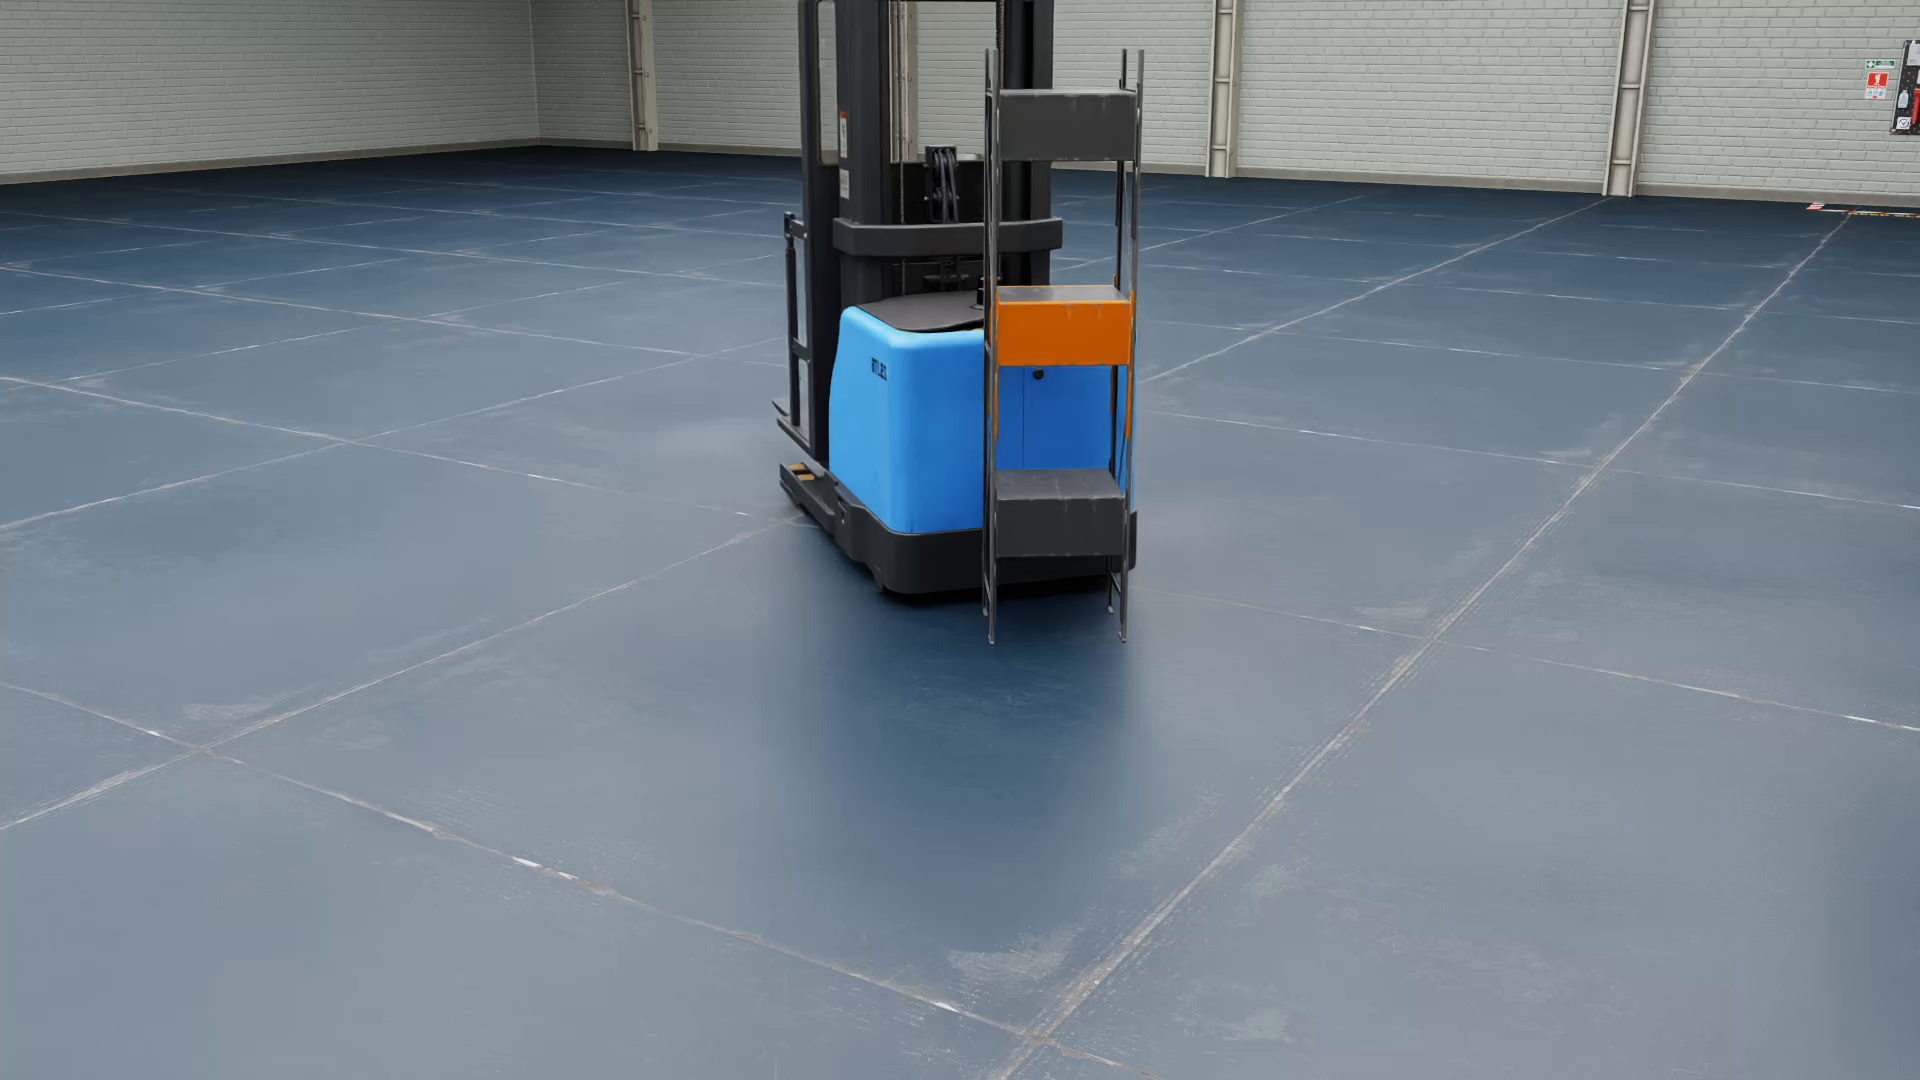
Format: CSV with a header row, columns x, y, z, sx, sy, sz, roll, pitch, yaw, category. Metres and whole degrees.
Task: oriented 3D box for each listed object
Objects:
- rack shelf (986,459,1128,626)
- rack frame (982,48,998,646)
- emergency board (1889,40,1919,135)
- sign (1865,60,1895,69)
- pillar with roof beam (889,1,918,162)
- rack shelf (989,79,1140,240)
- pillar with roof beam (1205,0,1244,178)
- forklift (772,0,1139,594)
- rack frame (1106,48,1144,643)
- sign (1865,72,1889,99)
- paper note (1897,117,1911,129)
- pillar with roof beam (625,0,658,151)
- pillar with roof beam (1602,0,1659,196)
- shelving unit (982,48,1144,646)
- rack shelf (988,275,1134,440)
x,y,z,sx,sy,sz,roll,pitch,yaw,category
0.350,0.003,6.213,0.480,0.518,0.431,-1,17,-3,rack shelf
0.106,-0.675,5.992,0.015,2.100,0.400,-1,17,-3,rack frame
12.264,-5.750,21.150,0.626,1.169,0.157,10,20,30,emergency board
11.844,-6.122,21.400,0.331,0.109,0.001,10,20,30,sign
-3.243,-9.901,24.493,0.400,9.000,9.100,10,20,30,pillar with roof beam
0.350,-1.336,5.806,0.480,0.518,0.431,-1,17,-3,rack shelf
1.869,-8.988,21.489,0.400,9.000,9.100,10,20,30,pillar with roof beam
-0.233,-1.581,7.543,1.130,2.935,3.031,-6,18,-18,forklift
0.593,-0.684,6.020,0.015,2.100,0.400,-1,17,-3,rack frame
11.845,-5.871,21.486,0.234,0.329,0.001,10,20,30,sign
12.147,-5.367,21.403,0.142,0.148,0.016,10,20,30,paper note
-8.356,-10.814,27.498,0.400,9.000,9.100,10,20,30,pillar with roof beam
6.982,-8.076,18.484,0.400,9.000,9.100,10,20,30,pillar with roof beam
0.350,-0.680,6.006,0.503,2.100,0.431,-1,17,-3,shelving unit
0.350,-0.666,6.010,0.480,0.518,0.431,-1,17,-3,rack shelf
